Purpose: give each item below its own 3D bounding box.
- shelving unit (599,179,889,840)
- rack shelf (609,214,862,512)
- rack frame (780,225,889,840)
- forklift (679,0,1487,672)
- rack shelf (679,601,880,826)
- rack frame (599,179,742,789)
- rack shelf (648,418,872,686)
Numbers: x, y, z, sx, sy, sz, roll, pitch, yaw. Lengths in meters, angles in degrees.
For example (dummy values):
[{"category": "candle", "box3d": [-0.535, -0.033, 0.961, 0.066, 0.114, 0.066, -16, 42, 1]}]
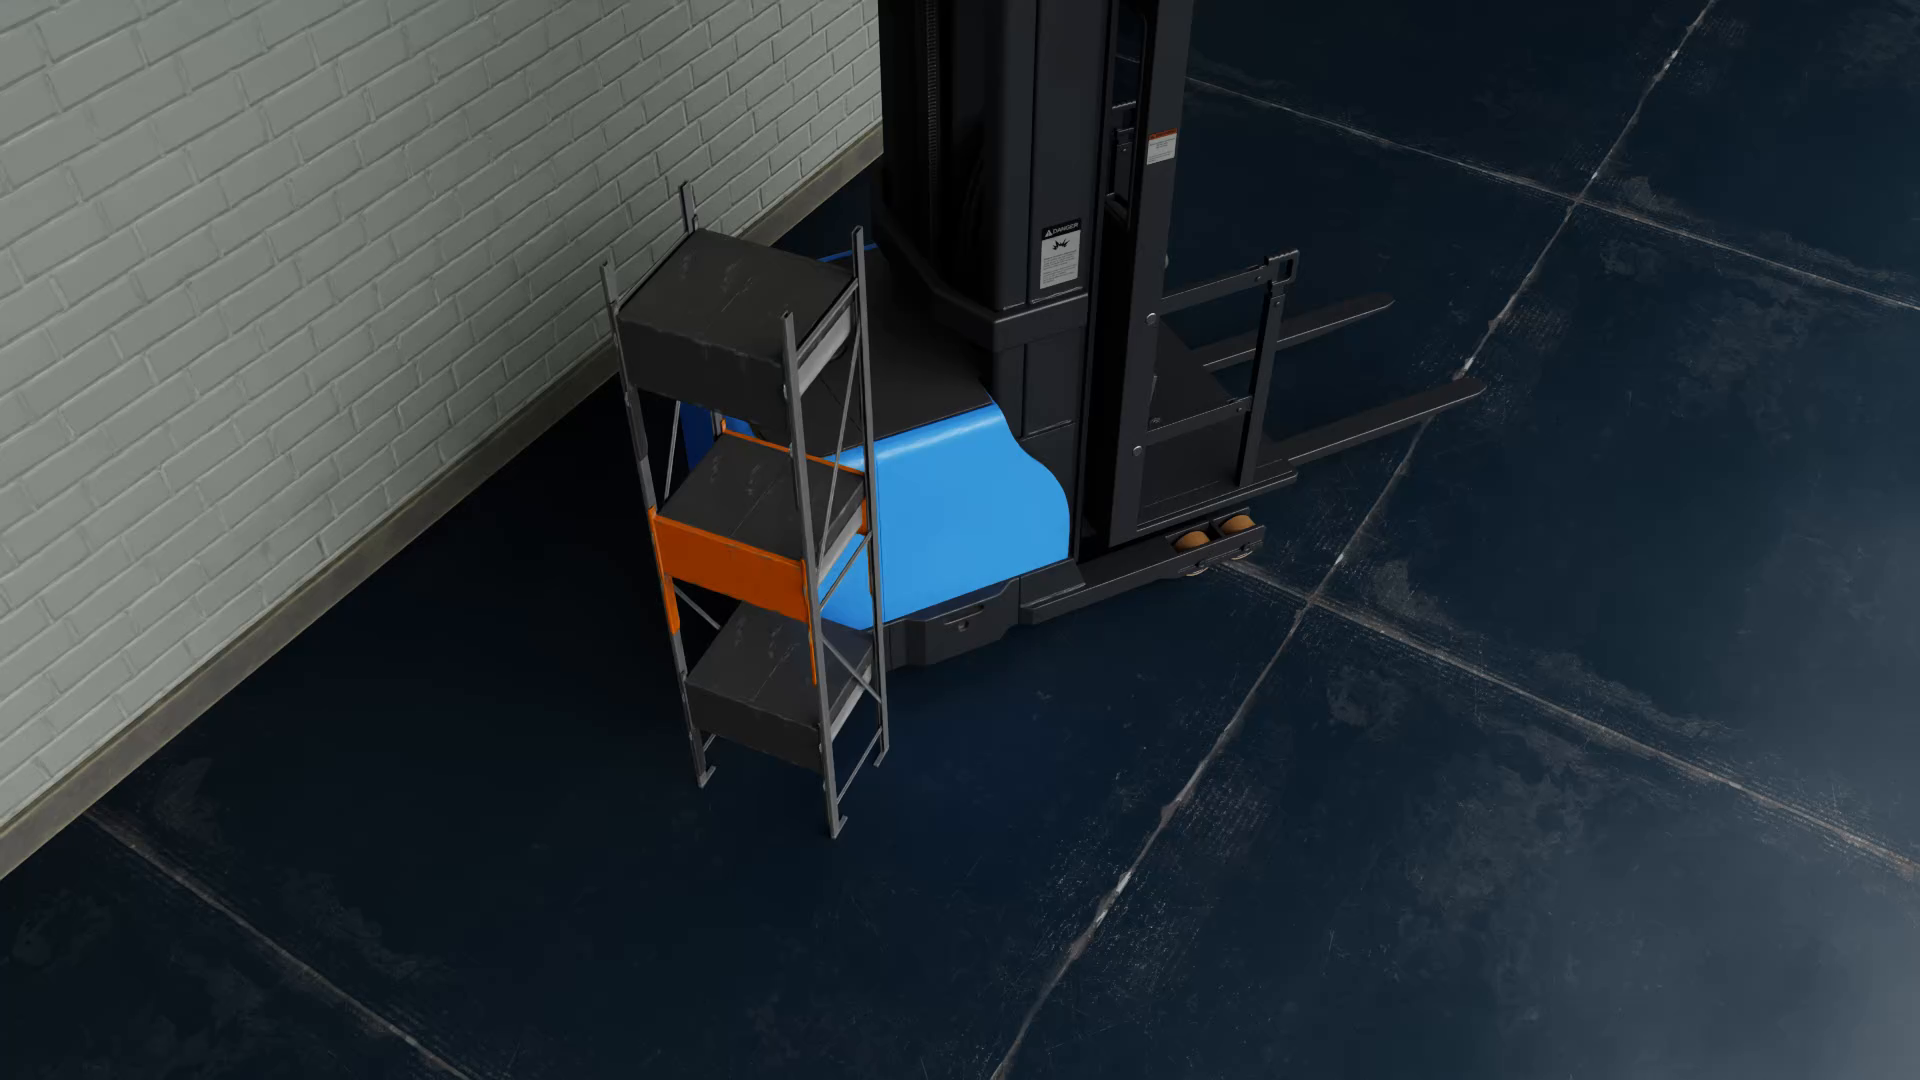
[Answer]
[{"category": "shelving unit", "box3d": [-0.548, 0.023, 4.764, 0.503, 2.100, 0.431, 18, 48, 16]}, {"category": "rack shelf", "box3d": [-0.548, -0.456, 4.272, 0.480, 0.518, 0.431, 18, 48, 16]}, {"category": "rack frame", "box3d": [-0.325, 0.094, 4.695, 0.015, 2.100, 0.400, 18, 48, 16]}, {"category": "forklift", "box3d": [0.562, -1.214, 5.386, 3.031, 2.935, 1.130, -19, 49, -18]}, {"category": "rack shelf", "box3d": [-0.548, 0.520, 5.276, 0.480, 0.518, 0.431, 18, 48, 16]}, {"category": "rack frame", "box3d": [-0.771, -0.048, 4.833, 0.015, 2.100, 0.400, 18, 48, 16]}, {"category": "rack shelf", "box3d": [-0.548, 0.032, 4.774, 0.480, 0.518, 0.431, 18, 48, 16]}]
